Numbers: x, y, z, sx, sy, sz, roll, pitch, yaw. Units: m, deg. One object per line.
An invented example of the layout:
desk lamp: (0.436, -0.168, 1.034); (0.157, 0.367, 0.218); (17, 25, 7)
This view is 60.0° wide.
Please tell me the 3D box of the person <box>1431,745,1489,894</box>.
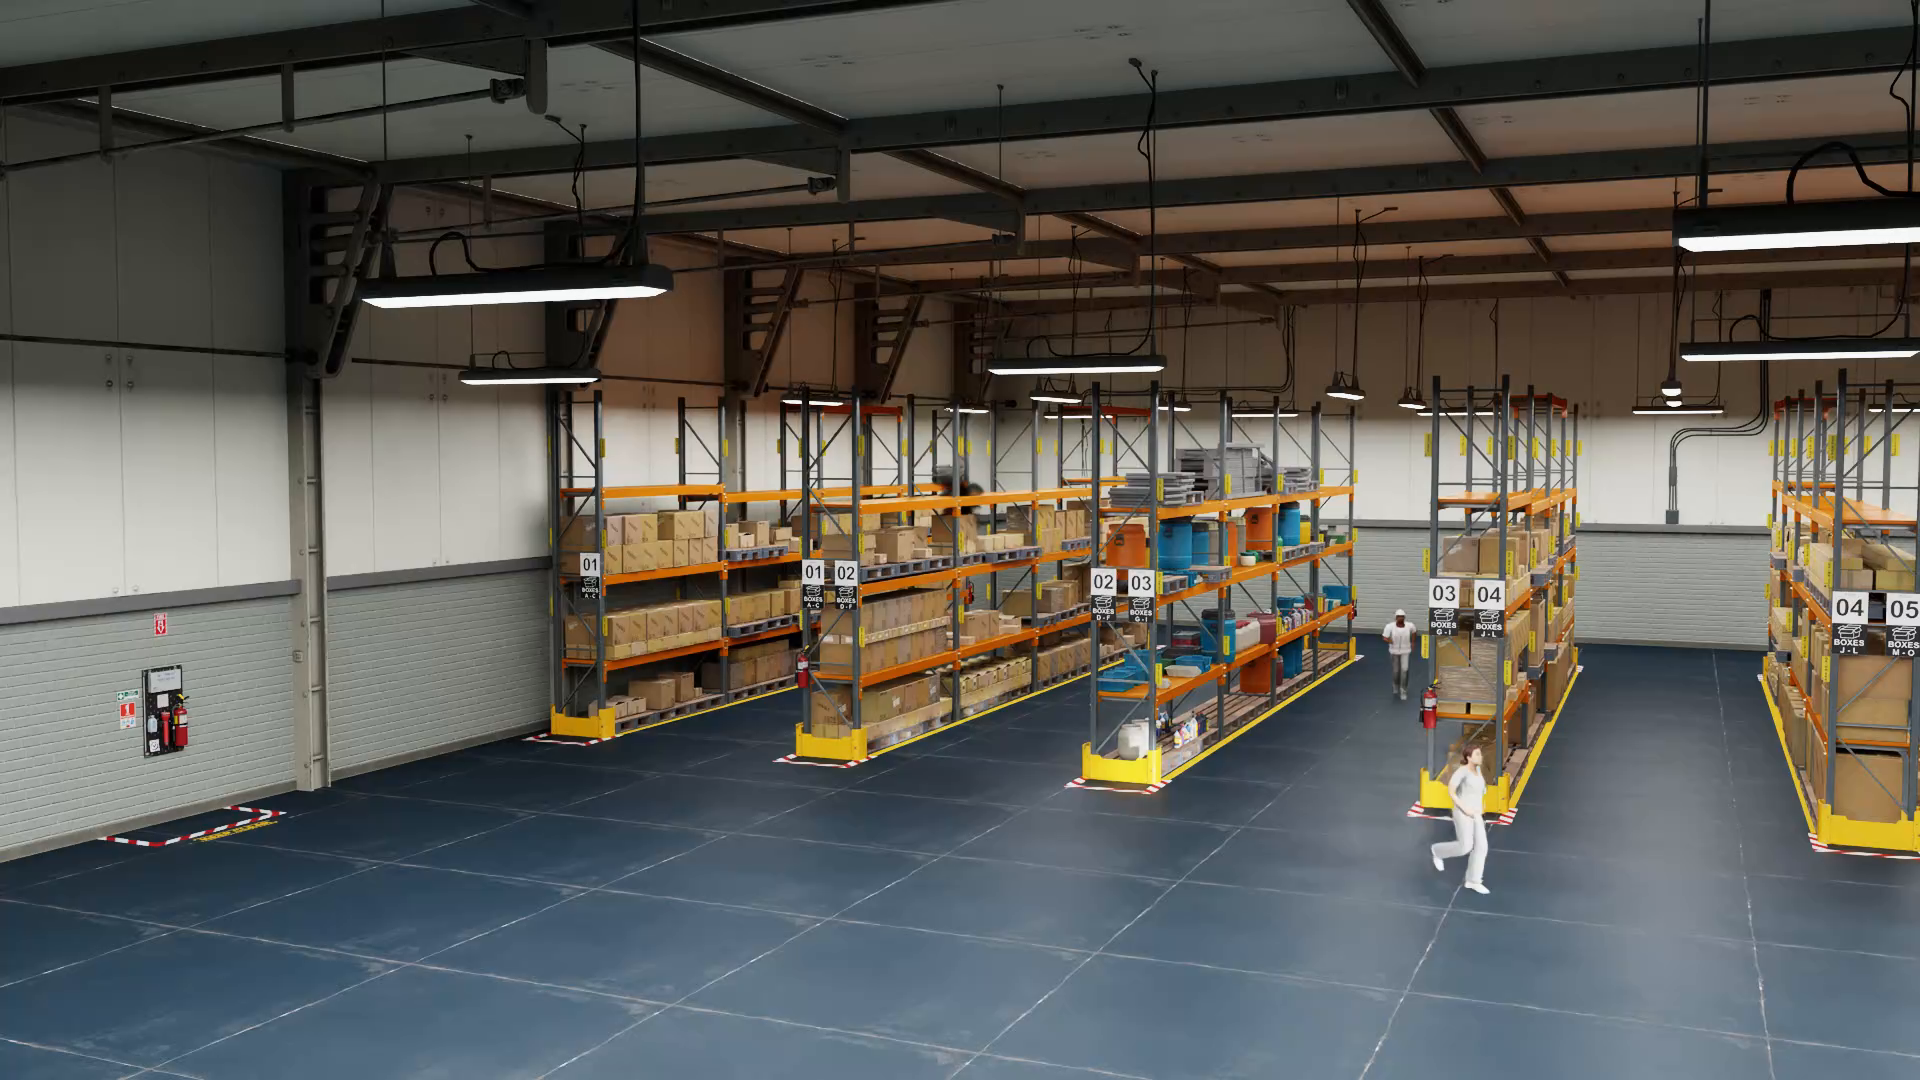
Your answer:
person: (5.764, 3.142, 19.008); (0.589, 1.651, 0.797); (-2, 4, -38)

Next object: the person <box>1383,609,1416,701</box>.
person: (8.791, 2.271, 33.297); (0.640, 1.796, 0.890); (1, 3, 17)
